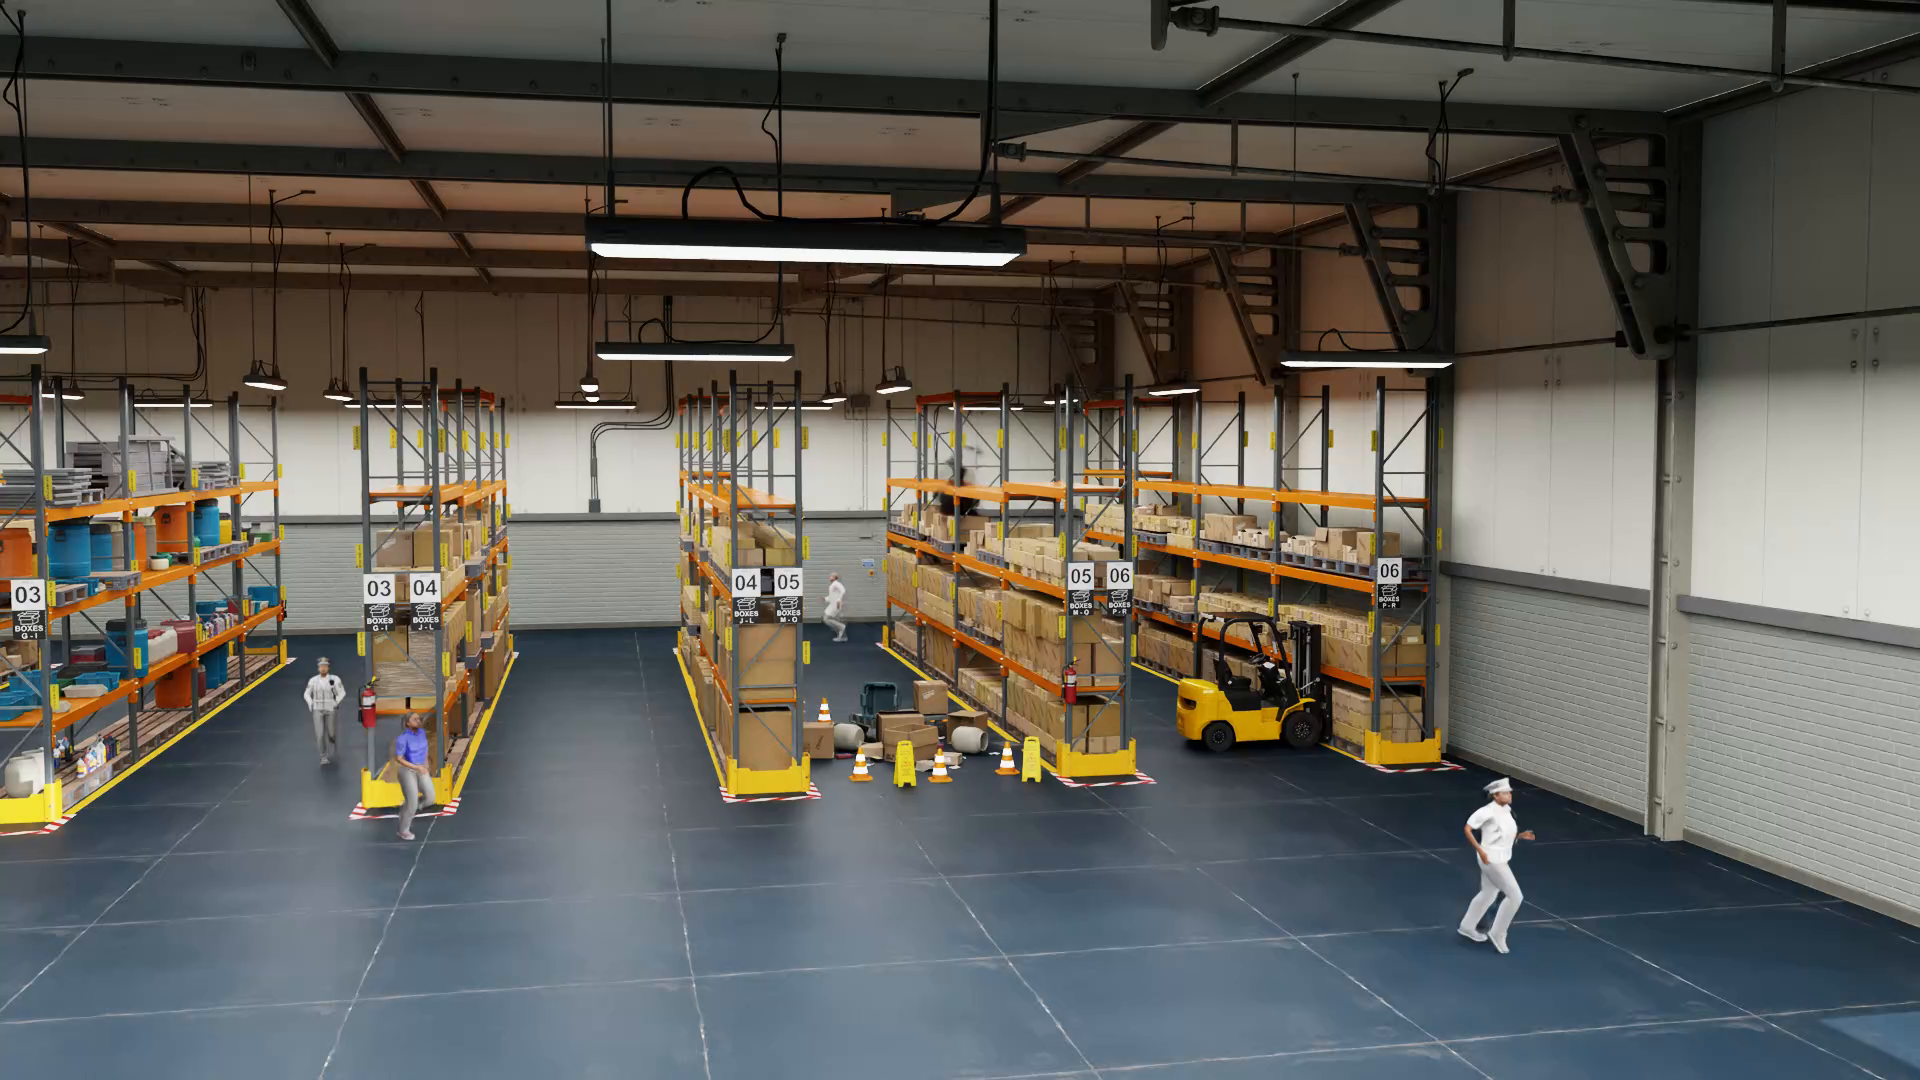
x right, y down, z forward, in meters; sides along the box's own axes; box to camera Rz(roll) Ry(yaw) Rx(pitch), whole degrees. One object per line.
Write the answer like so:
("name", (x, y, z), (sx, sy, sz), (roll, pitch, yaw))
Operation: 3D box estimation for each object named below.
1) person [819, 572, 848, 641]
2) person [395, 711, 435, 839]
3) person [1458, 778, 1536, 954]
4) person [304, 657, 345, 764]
("person", (-3.156, 1.669, 41.425), (0.736, 1.736, 0.739), (0, 3, -6))
("person", (-6.852, 2.965, 20.978), (0.617, 1.597, 0.611), (2, 4, 29))
("person", (5.299, 3.198, 16.421), (0.725, 1.751, 0.545), (2, 4, 34))
("person", (-9.881, 2.637, 25.856), (0.614, 1.647, 0.560), (-1, 4, -17))
